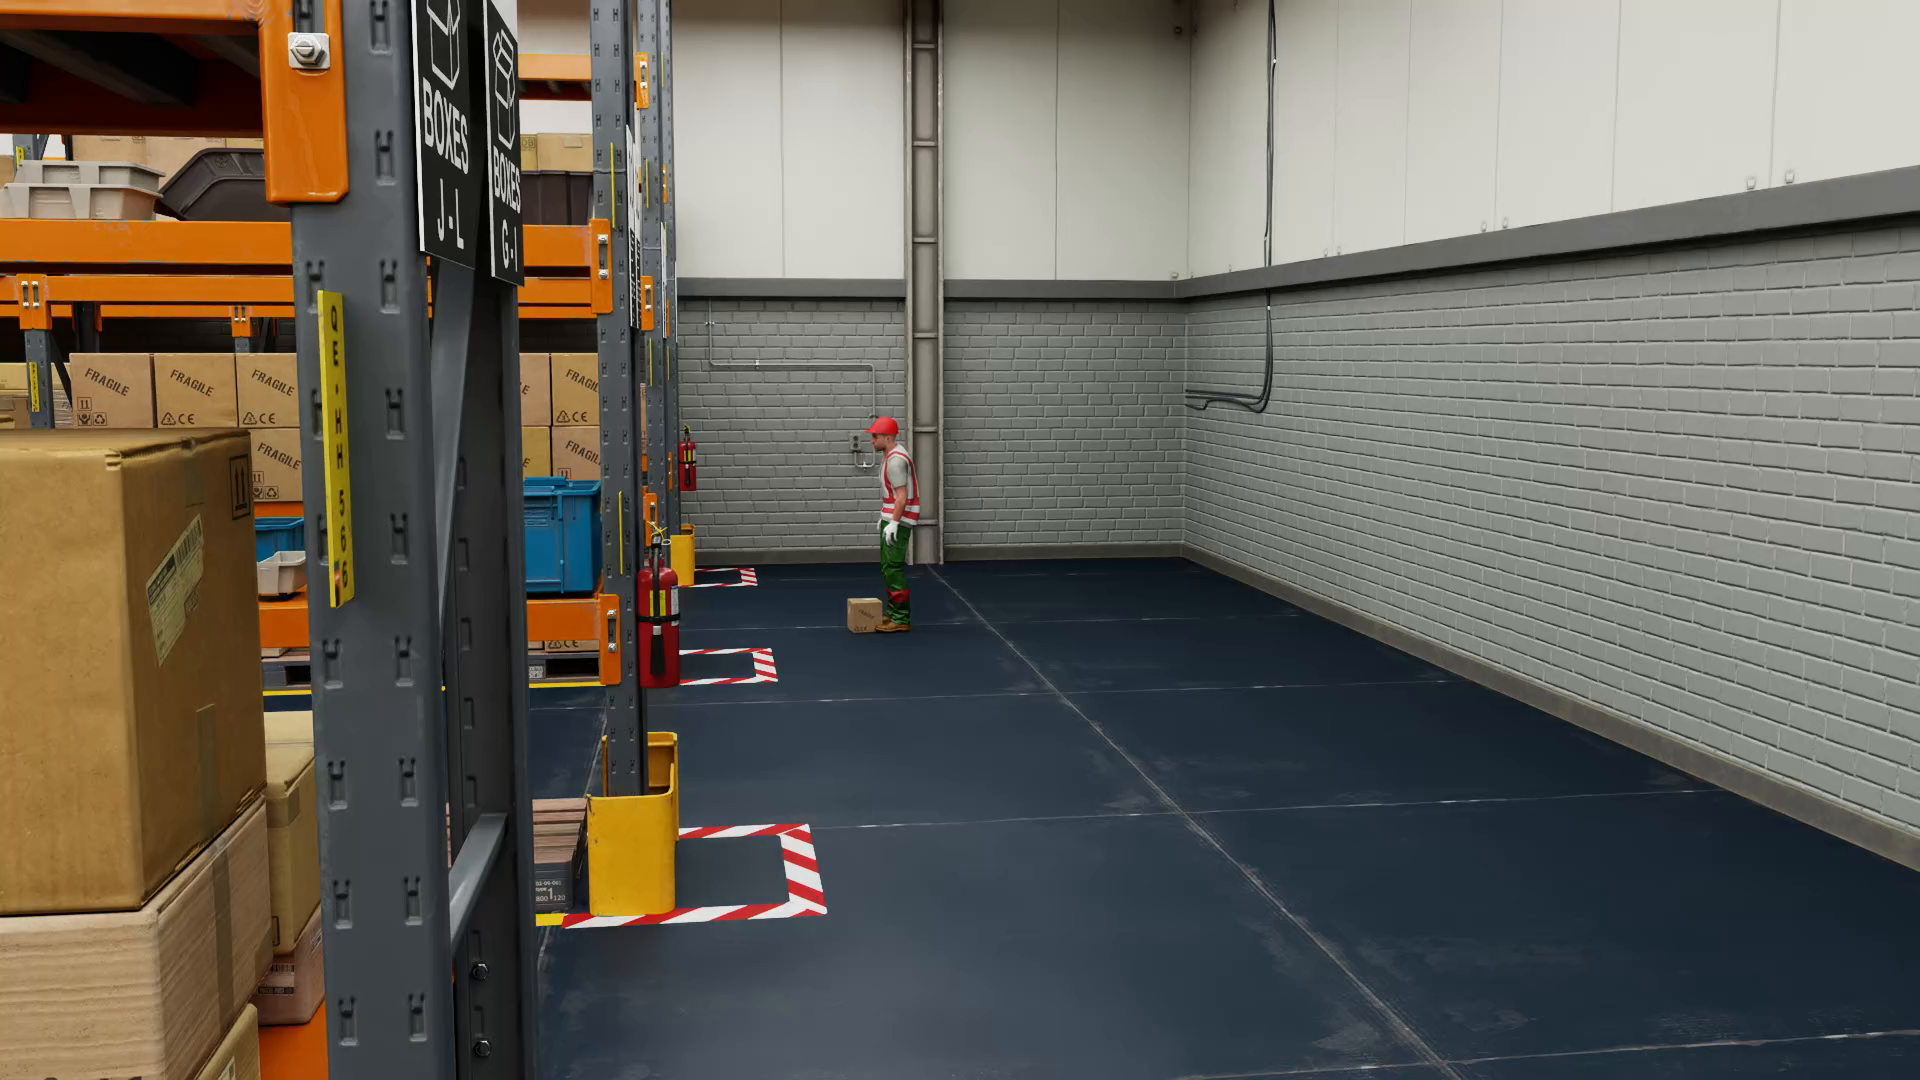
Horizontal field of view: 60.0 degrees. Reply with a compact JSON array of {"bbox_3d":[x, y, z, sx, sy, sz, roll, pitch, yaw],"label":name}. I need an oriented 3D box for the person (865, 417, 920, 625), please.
[{"bbox_3d":[-0.567,-0.162,13.825,0.449,1.722,0.556,-1,6,-9],"label":"person"}]
